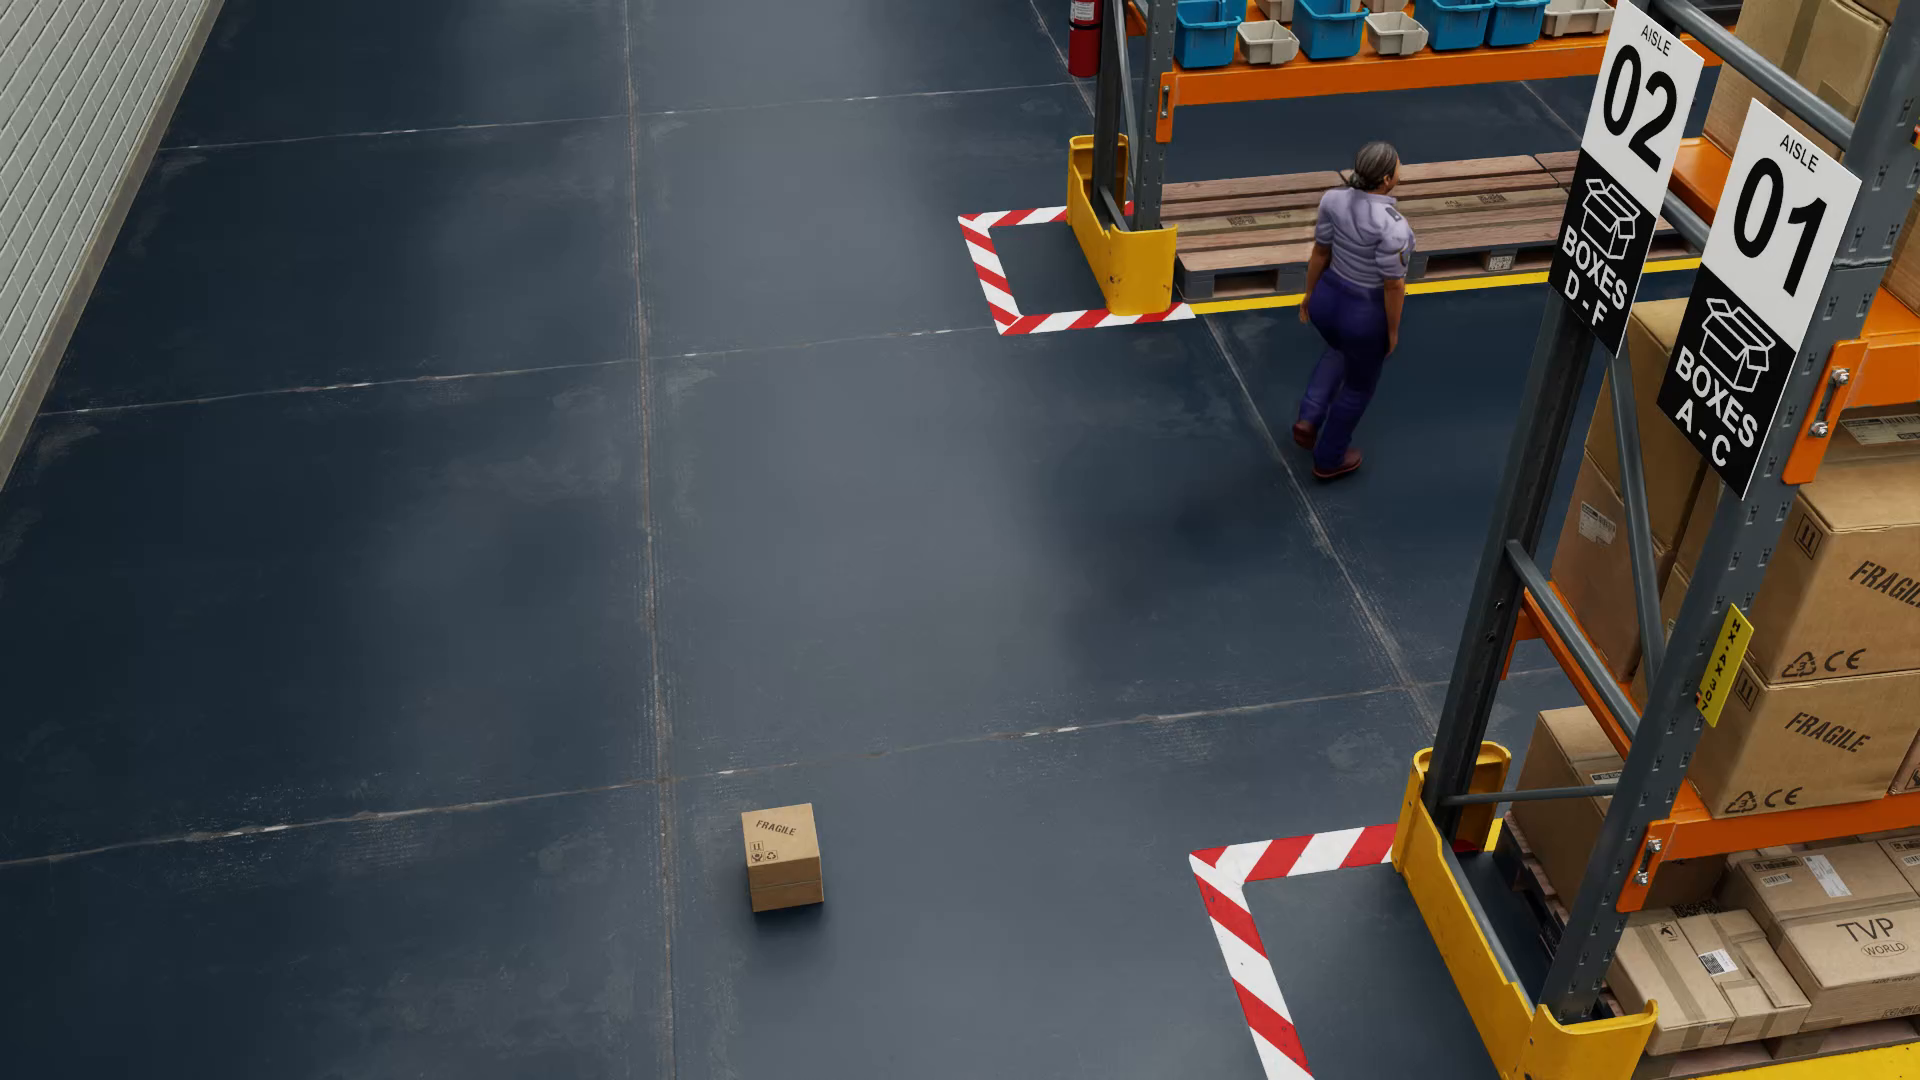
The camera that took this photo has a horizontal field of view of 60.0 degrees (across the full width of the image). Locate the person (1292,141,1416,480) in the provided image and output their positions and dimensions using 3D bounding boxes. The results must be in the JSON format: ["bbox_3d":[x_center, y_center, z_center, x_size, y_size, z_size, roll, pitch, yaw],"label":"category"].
[{"bbox_3d":[1.787,-1.014,7.410,0.433,1.650,0.510,-26,45,-28],"label":"person"}]
